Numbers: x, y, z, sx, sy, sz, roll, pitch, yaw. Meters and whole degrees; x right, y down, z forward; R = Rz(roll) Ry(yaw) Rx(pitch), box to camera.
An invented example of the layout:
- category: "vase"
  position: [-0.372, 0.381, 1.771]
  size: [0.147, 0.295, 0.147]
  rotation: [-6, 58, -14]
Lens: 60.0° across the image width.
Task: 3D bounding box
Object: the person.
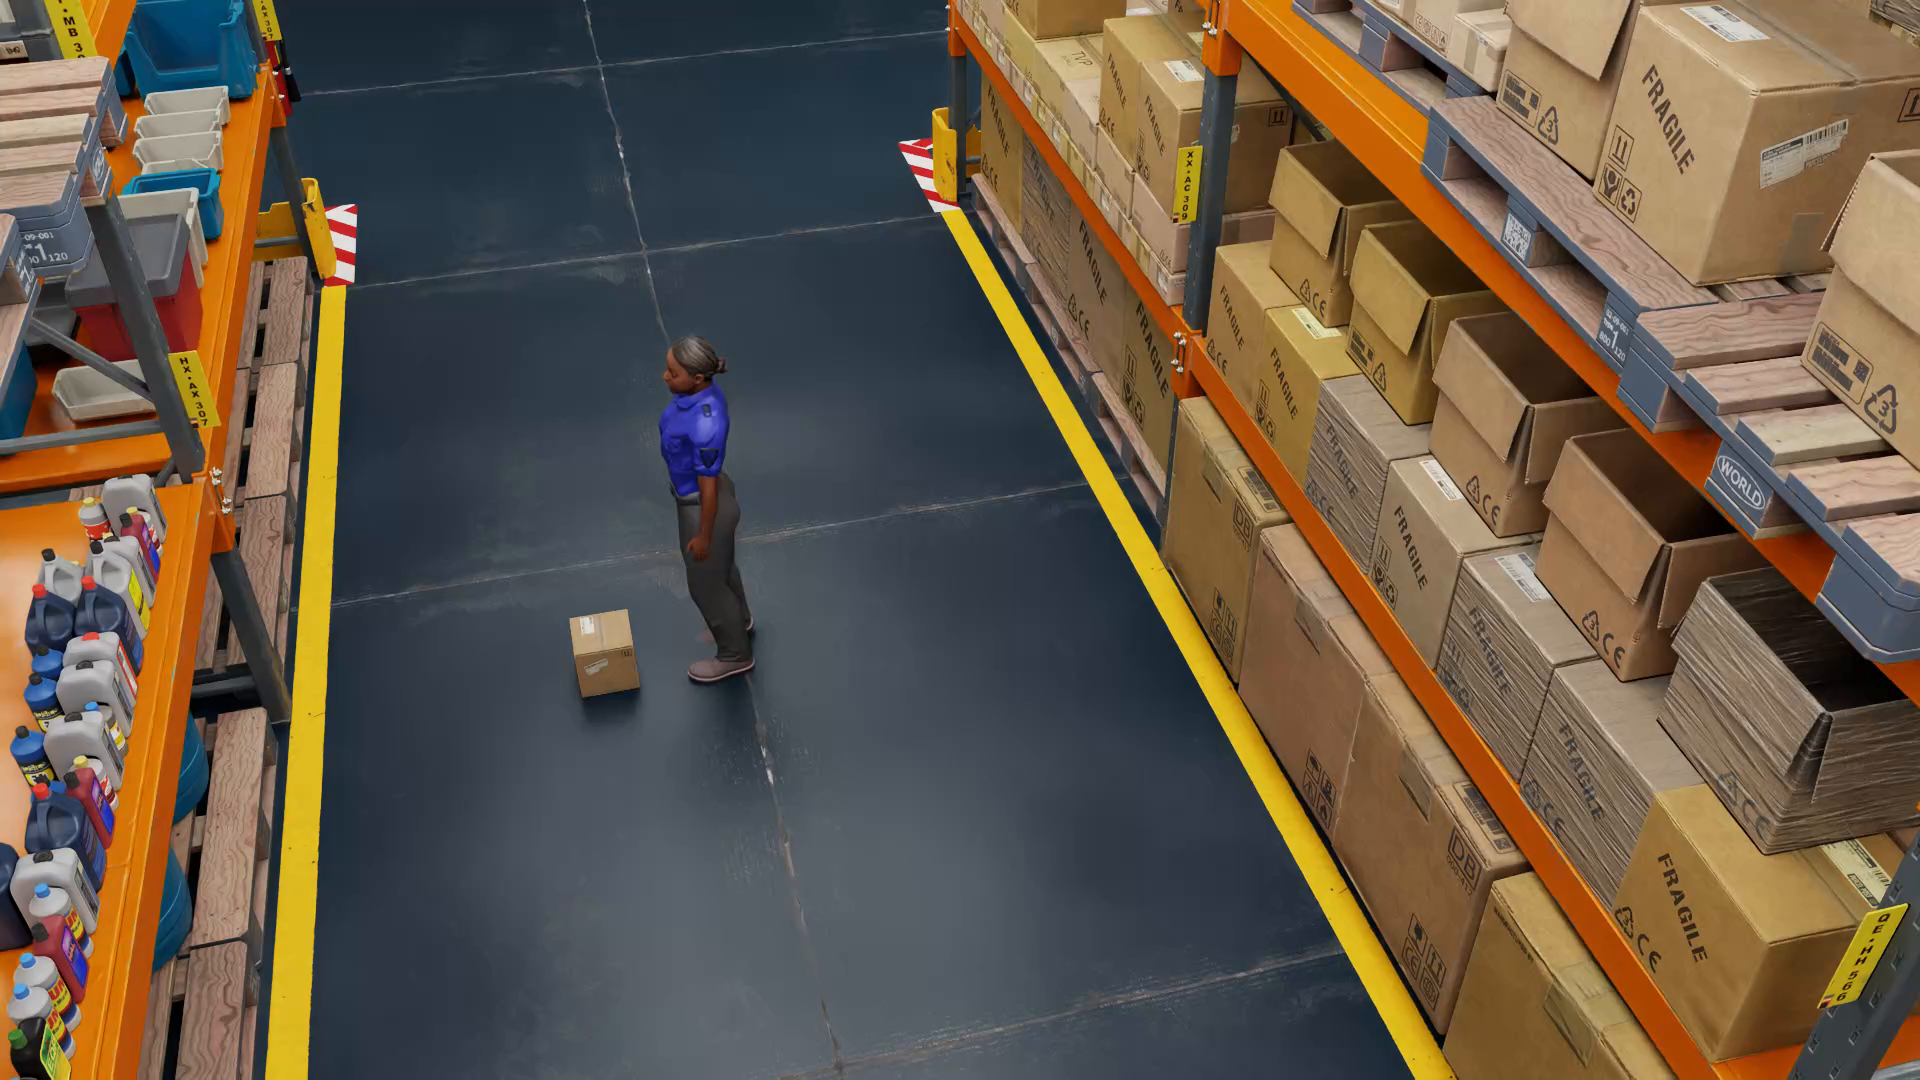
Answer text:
- category: "person"
  position: [-1.054, -0.111, 6.892]
  size: [0.329, 1.694, 0.437]
  rotation: [-9, 39, -11]
